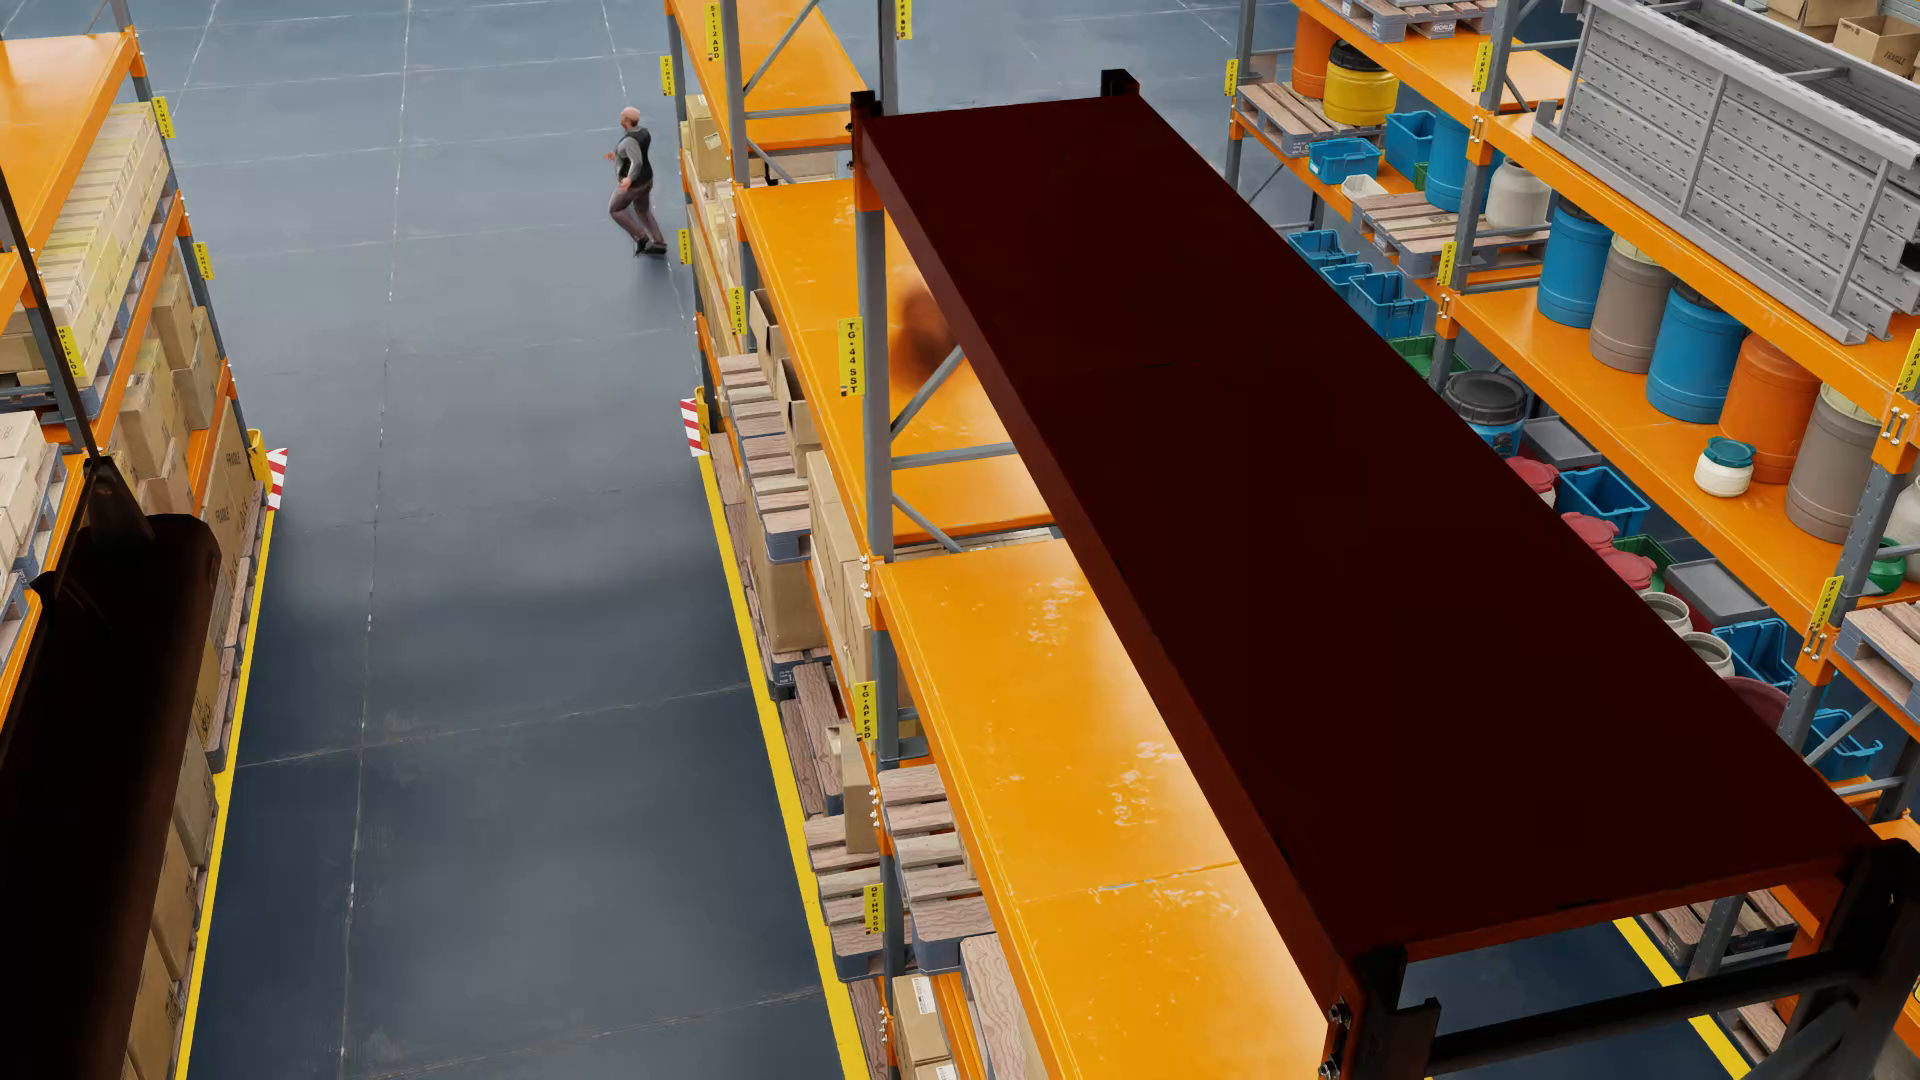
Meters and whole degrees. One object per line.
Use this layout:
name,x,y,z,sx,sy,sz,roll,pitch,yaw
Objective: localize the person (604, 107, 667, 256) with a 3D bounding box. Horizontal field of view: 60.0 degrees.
person,-3.619,-3.948,18.334,0.650,1.684,0.635,11,36,15
